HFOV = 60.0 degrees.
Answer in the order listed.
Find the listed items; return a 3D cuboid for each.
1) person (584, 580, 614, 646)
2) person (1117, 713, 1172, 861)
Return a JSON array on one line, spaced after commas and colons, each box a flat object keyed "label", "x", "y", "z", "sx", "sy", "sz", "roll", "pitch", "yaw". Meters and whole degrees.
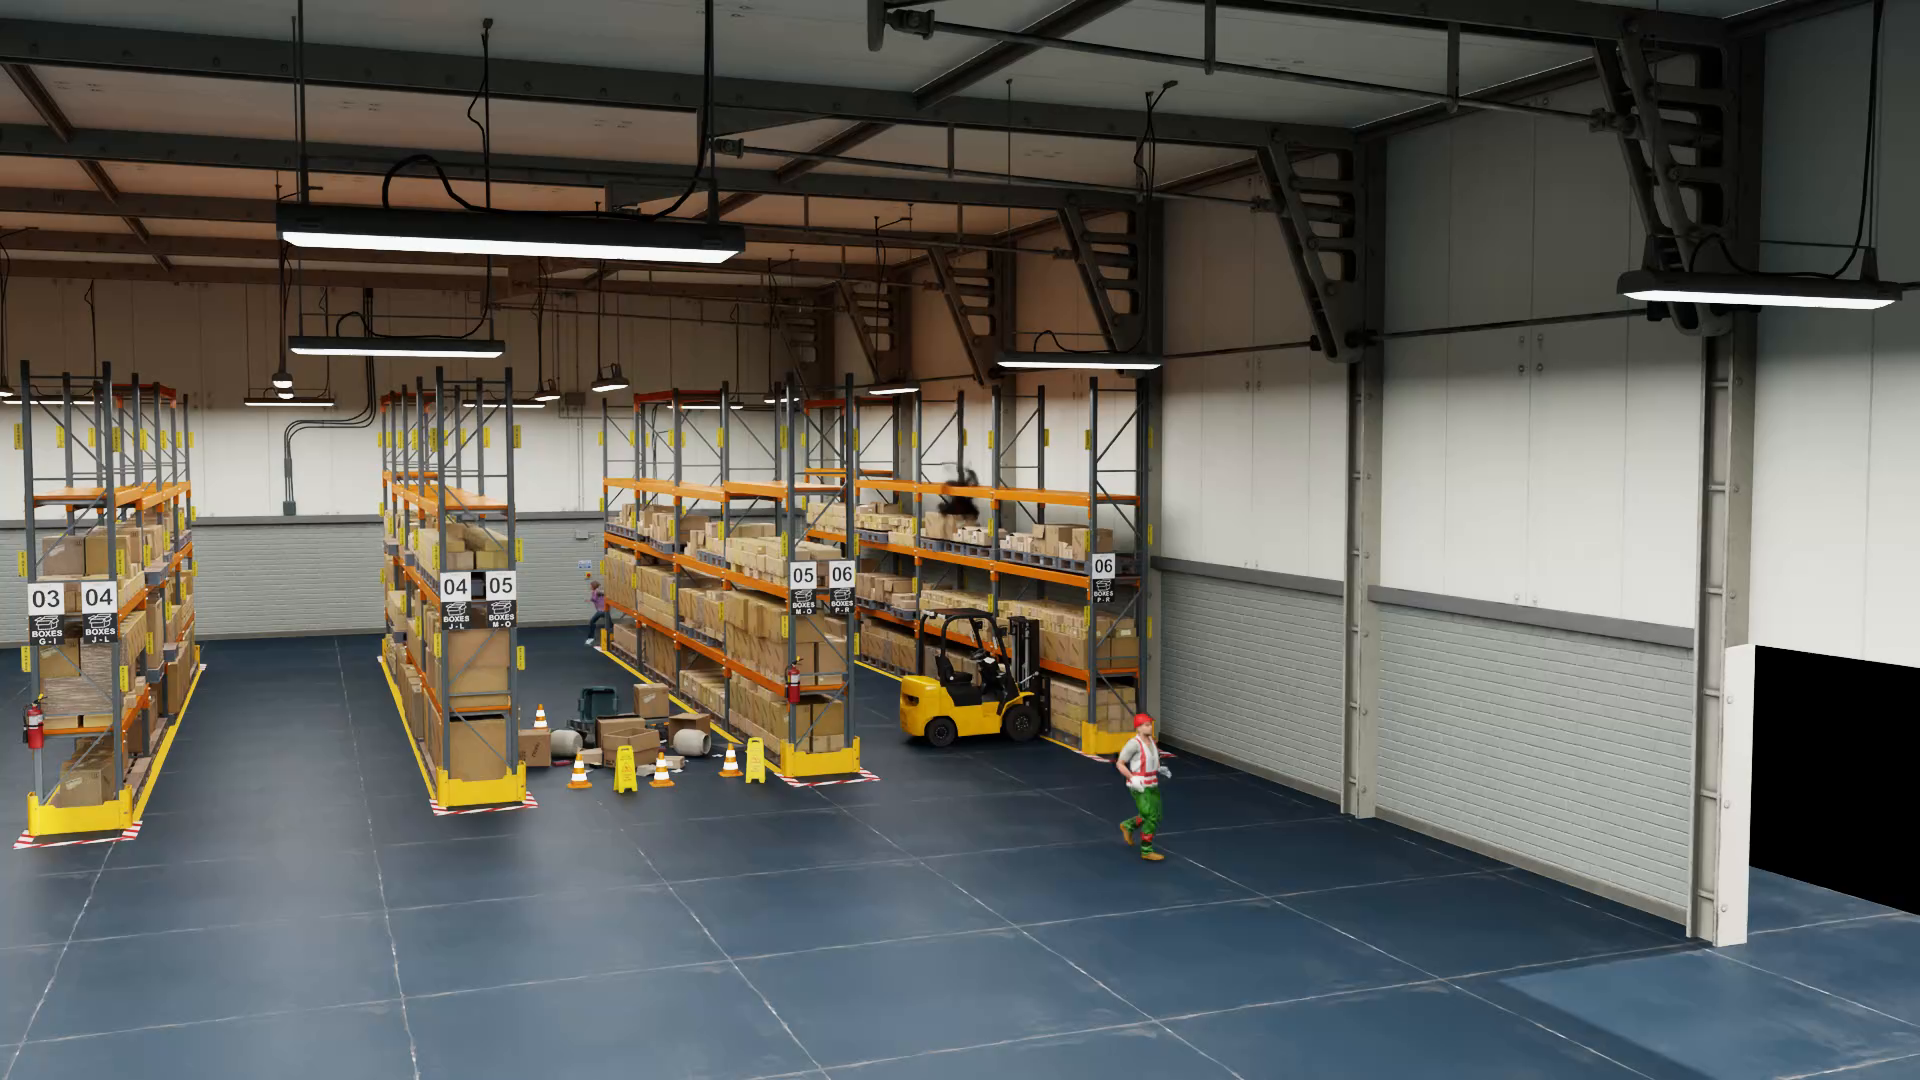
[{"label": "person", "x": -8.705, "y": 1.787, "z": 40.612, "sx": 0.948, "sy": 1.564, "sz": 0.540, "roll": -1, "pitch": 4, "yaw": -16}, {"label": "person", "x": 2.152, "y": 2.934, "z": 19.852, "sx": 0.692, "sy": 1.746, "sz": 0.651, "roll": 3, "pitch": 5, "yaw": 41}]
